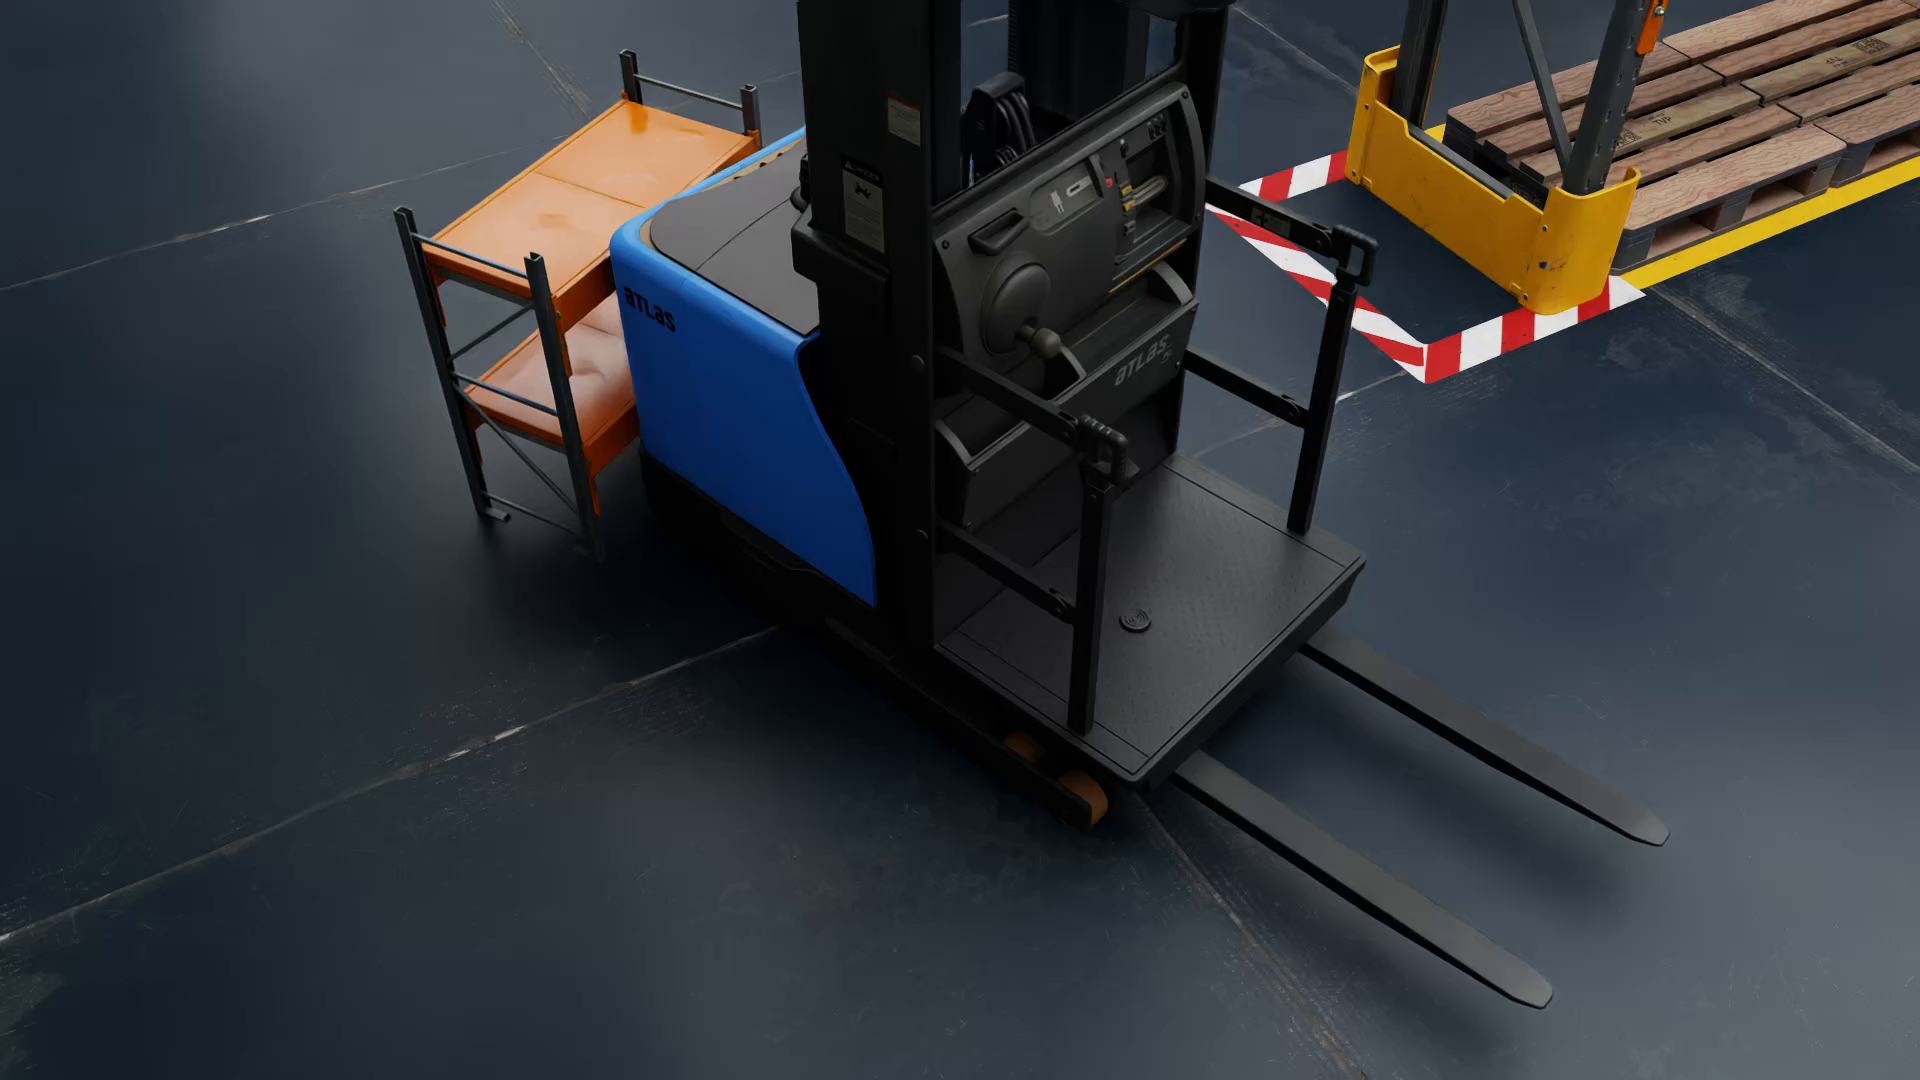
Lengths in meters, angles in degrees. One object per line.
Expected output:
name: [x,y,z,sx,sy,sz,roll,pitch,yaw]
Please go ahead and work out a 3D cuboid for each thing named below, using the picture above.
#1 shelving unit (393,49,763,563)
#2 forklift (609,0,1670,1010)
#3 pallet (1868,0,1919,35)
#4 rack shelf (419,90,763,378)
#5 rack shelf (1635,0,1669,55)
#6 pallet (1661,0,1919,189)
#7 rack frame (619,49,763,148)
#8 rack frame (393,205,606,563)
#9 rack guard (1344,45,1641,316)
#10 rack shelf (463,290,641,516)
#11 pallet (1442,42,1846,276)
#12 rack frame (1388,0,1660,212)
shelving unit: [-1.087,-0.737,5.201,0.538,1.125,1.048,21,48,20]
forklift: [0.440,-0.693,3.860,3.031,2.935,1.130,32,53,29]
pallet: [4.850,-2.420,7.592,1.213,0.211,1.003,-22,48,-21]
rack shelf: [-1.087,-0.947,4.997,0.538,0.278,1.000,21,48,20]
rack shelf: [3.734,-2.747,6.443,4.000,0.370,1.077,-22,48,-21]
pallet: [3.791,-1.994,7.153,1.213,0.211,1.003,-22,48,-21]
rack frame: [-0.842,-1.047,5.521,0.500,1.125,0.032,21,48,20]
rack frame: [-1.332,-0.426,4.882,0.500,1.125,0.032,21,48,20]
rack guard: [1.985,-1.398,6.332,0.348,0.500,1.175,-22,48,-21]
rack shelf: [-1.087,-0.561,5.372,0.538,0.278,1.000,21,48,20]
pallet: [2.734,-1.573,6.720,1.213,0.211,1.003,-22,48,-21]
rack frame: [2.000,-2.311,5.478,0.127,3.000,1.000,-22,48,-21]
